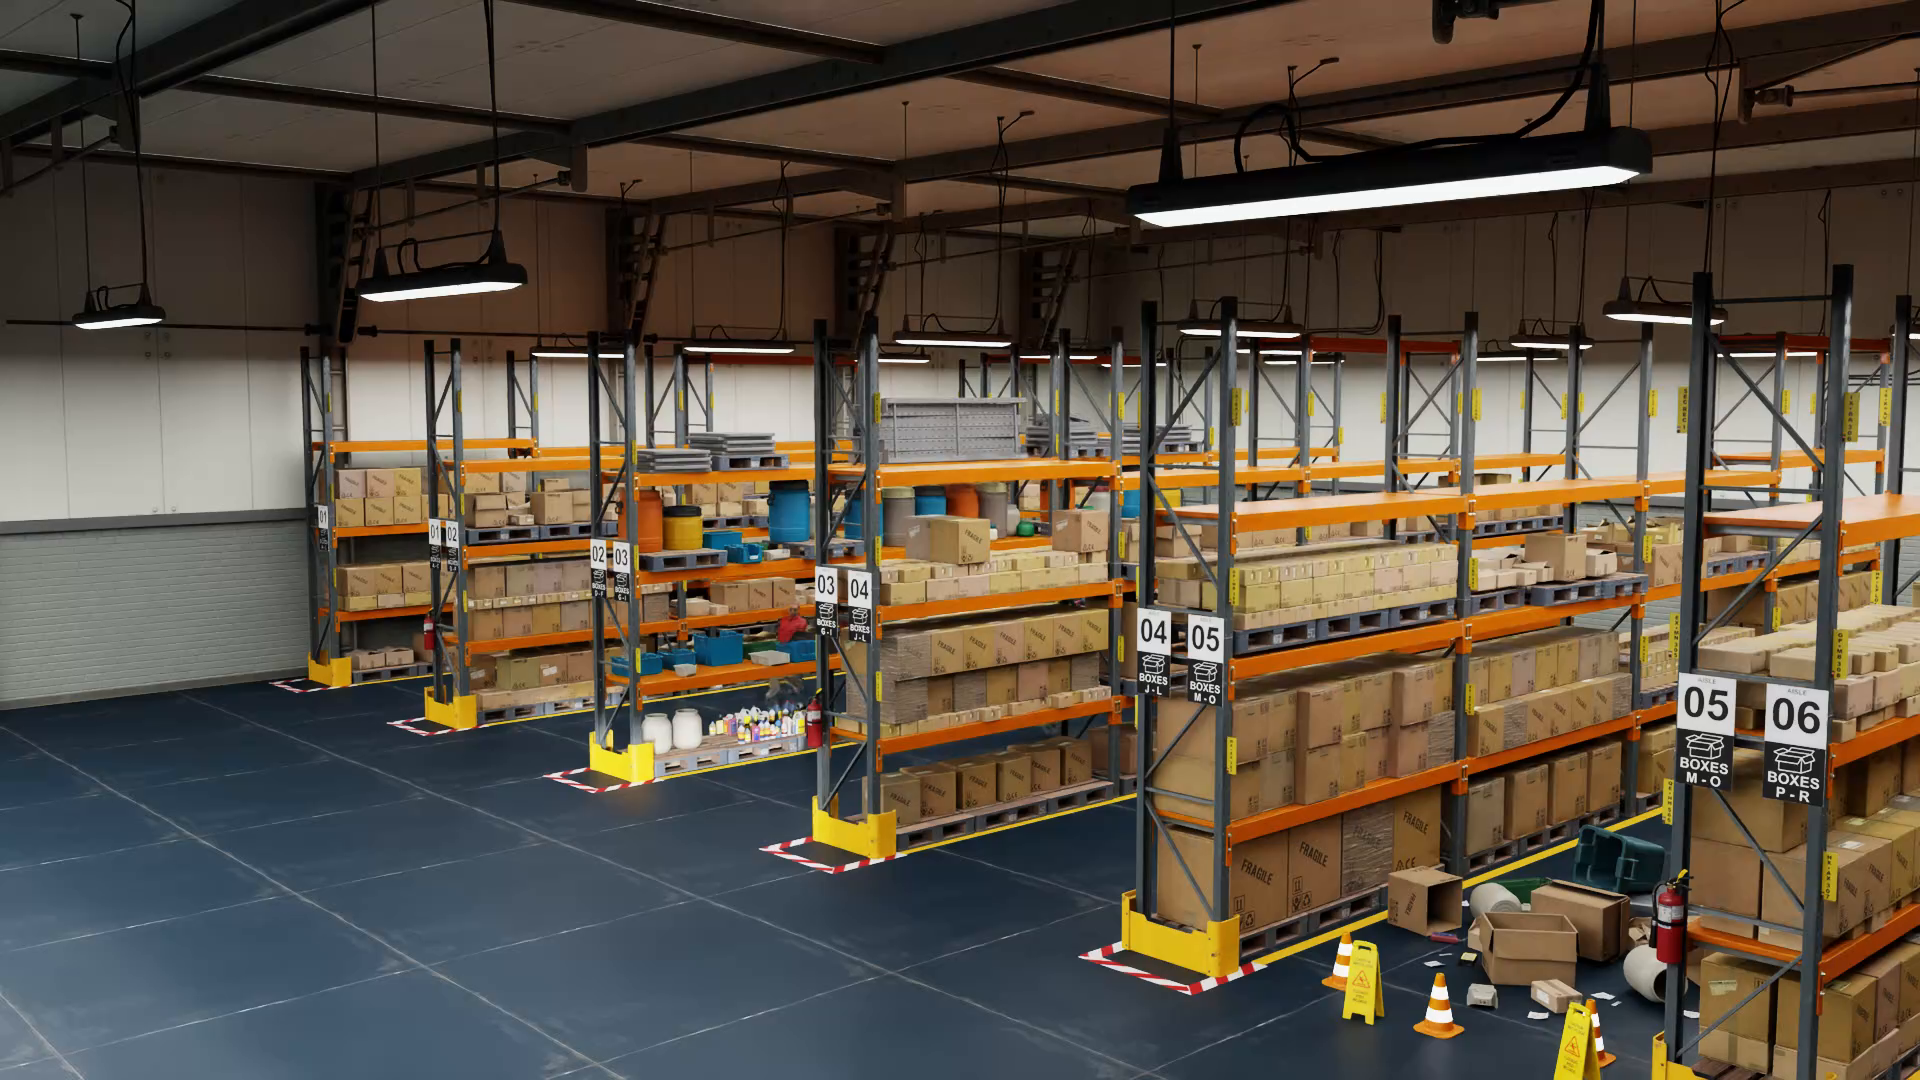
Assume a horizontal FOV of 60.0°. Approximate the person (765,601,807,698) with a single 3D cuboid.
[{"bbox_3d":[-2.843,1.787,27.148,0.558,1.538,0.683,2,6,26],"label":"person"}]
